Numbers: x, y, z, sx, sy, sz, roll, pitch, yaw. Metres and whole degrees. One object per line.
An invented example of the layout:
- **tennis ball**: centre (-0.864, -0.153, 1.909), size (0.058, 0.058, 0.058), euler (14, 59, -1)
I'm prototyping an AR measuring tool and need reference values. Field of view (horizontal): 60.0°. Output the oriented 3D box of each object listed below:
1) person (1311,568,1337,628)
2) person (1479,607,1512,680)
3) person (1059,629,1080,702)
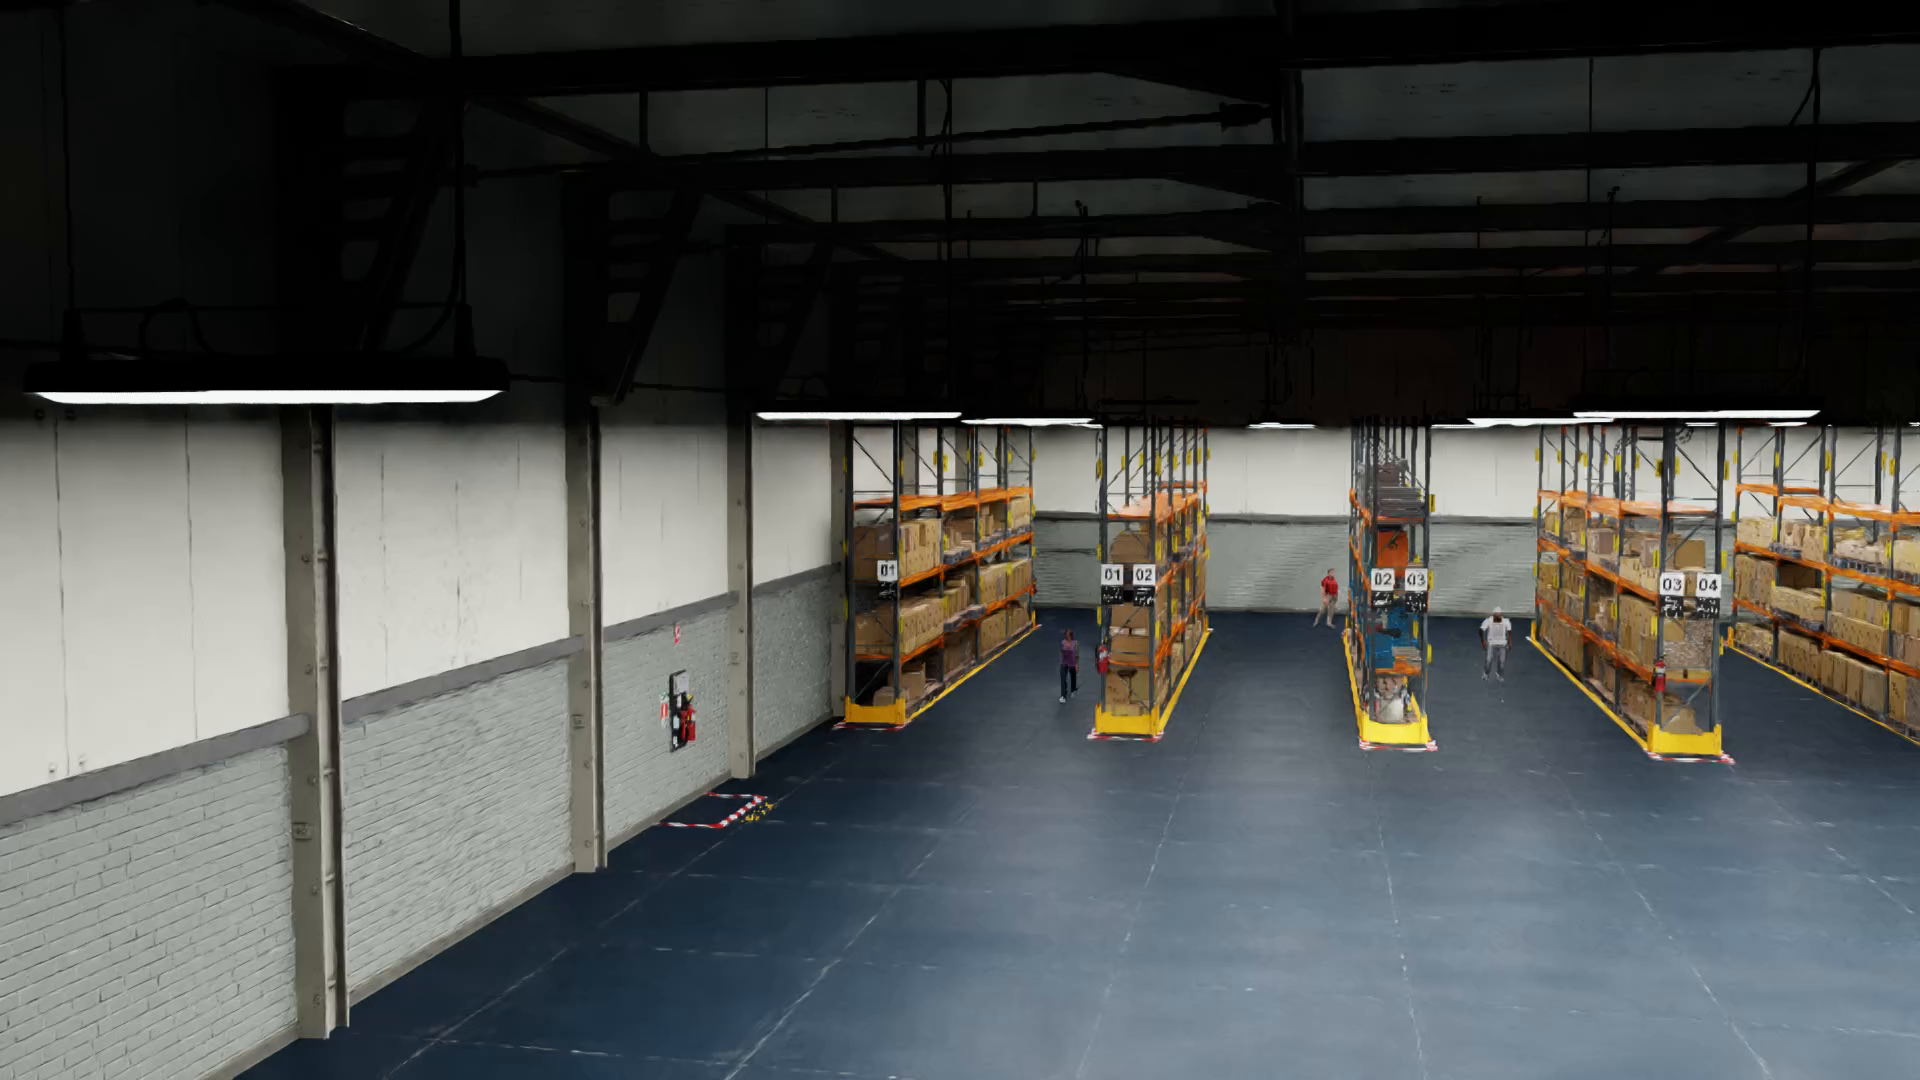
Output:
- **person**: centre (10.540, 1.673, 48.012), size (0.740, 1.720, 0.538), euler (-2, 4, -31)
- **person**: centre (12.187, 2.356, 37.816), size (0.719, 1.713, 0.578), euler (1, 4, 11)
- **person**: centre (2.316, 2.621, 35.063), size (0.415, 1.504, 1.042), euler (1, 4, 9)
